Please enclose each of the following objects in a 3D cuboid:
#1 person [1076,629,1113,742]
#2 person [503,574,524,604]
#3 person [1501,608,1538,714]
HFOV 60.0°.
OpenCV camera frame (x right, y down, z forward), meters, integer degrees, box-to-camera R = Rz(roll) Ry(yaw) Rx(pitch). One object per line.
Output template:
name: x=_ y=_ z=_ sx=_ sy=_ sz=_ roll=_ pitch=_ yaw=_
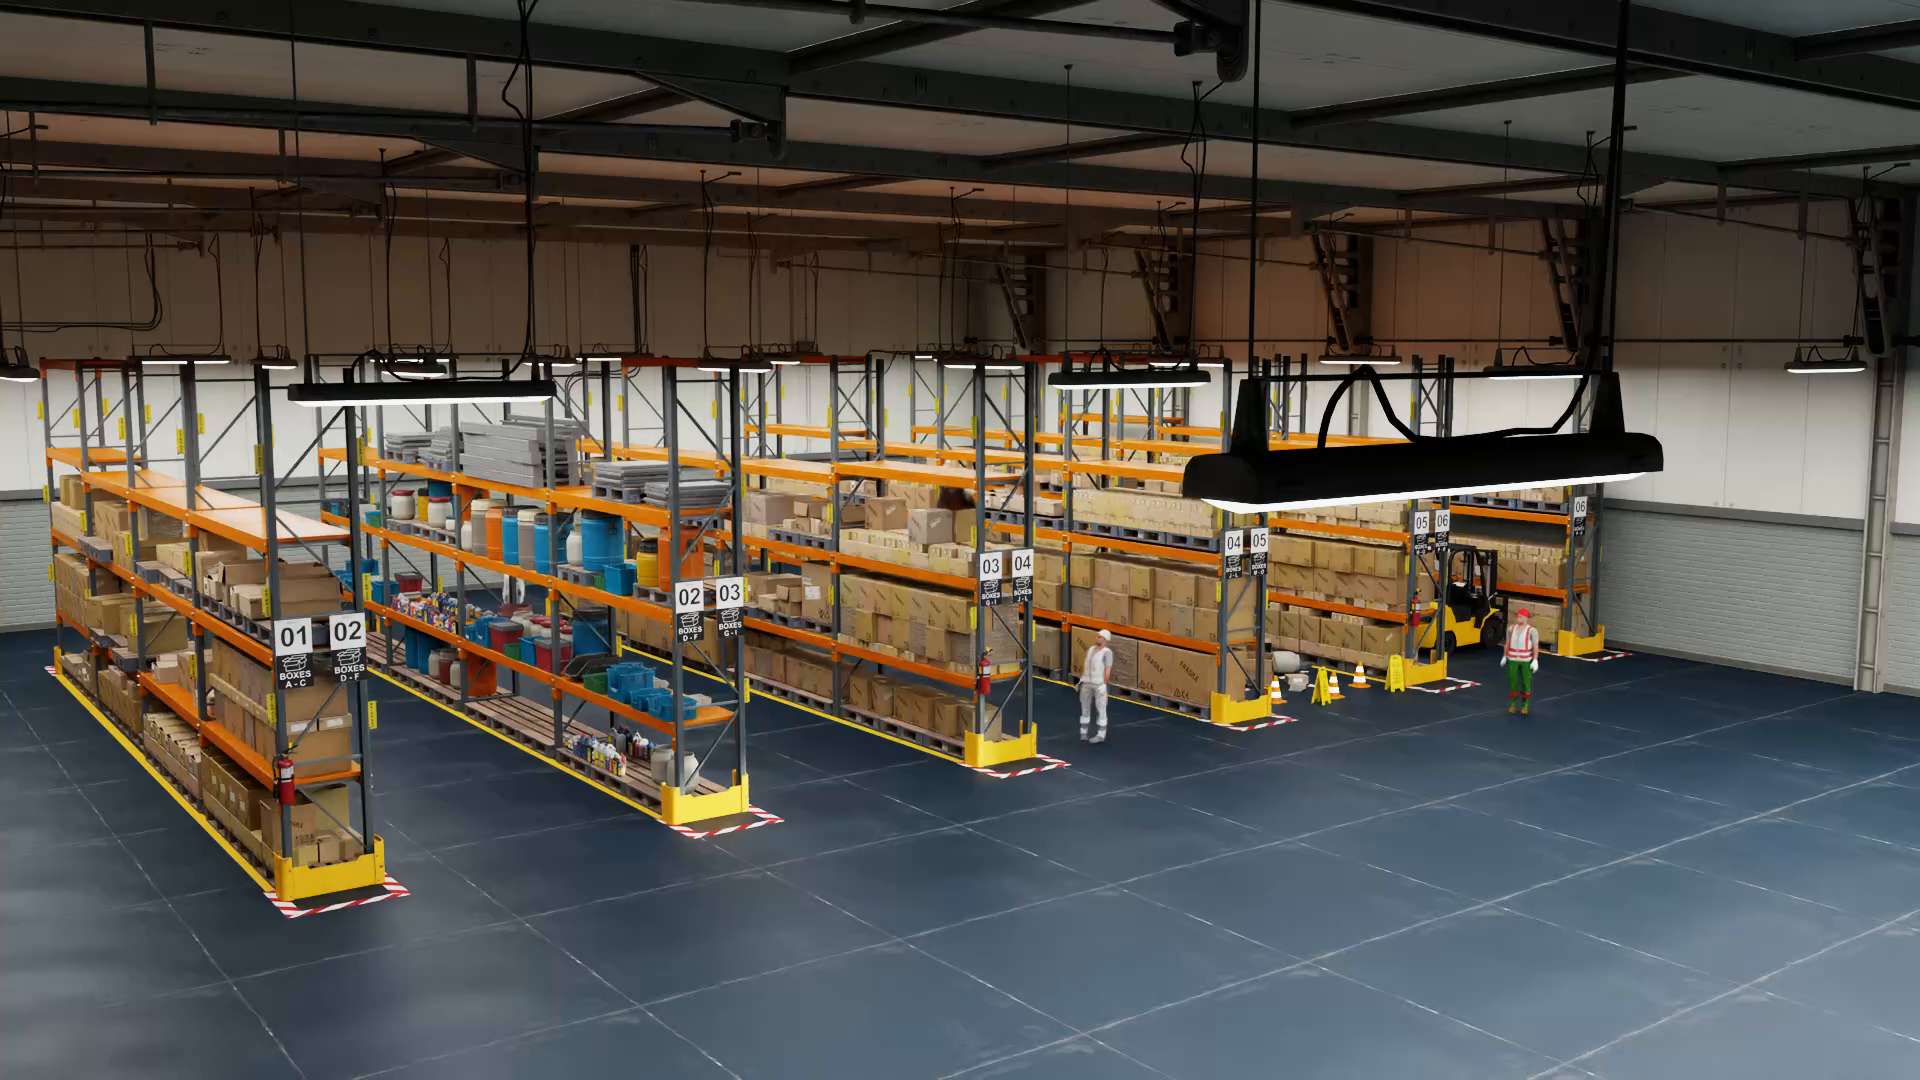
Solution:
person: x=2.128 y=2.301 z=26.346 sx=0.577 sy=1.765 sz=0.491 roll=4 pitch=8 yaw=27
person: x=-9.616 y=1.206 z=35.808 sx=0.485 sy=1.676 sz=0.628 roll=3 pitch=7 yaw=21
person: x=9.494 y=2.049 z=28.223 sx=0.602 sy=1.794 sz=0.363 roll=2 pitch=7 yaw=19
